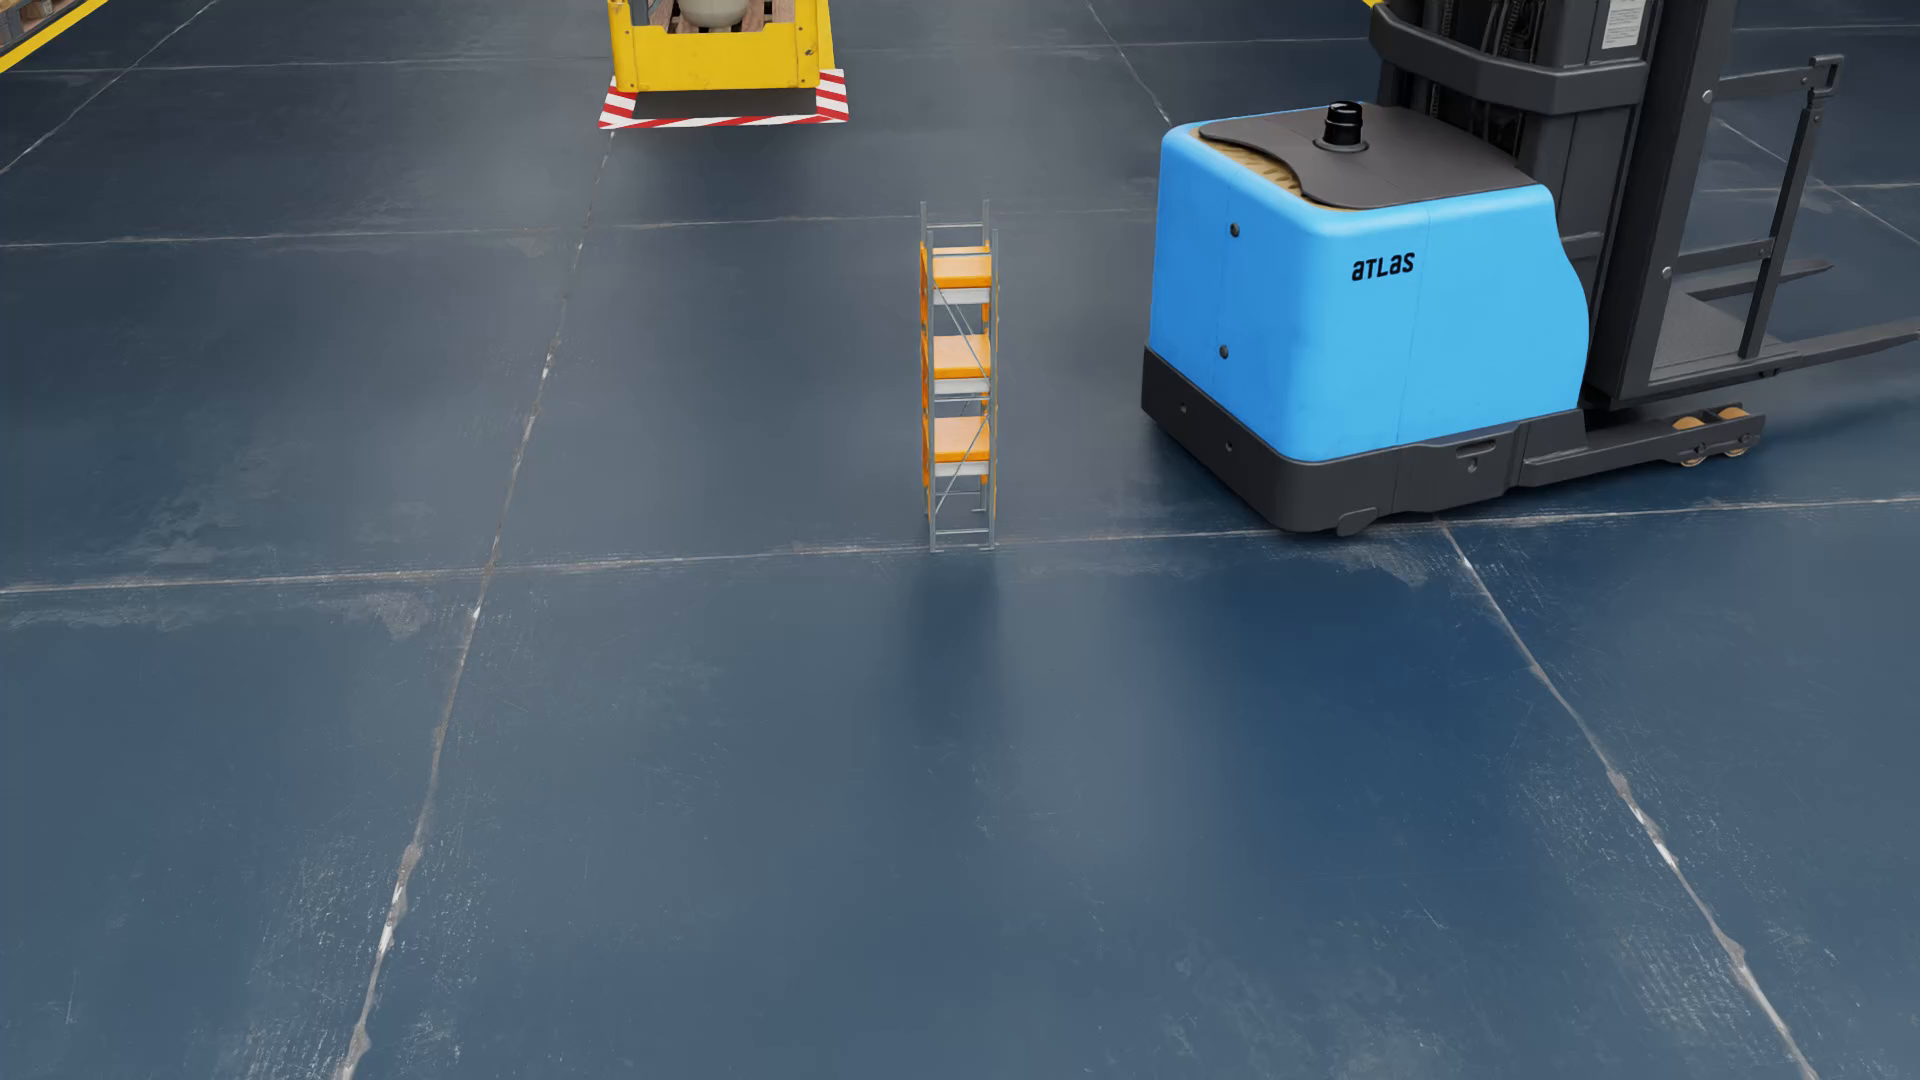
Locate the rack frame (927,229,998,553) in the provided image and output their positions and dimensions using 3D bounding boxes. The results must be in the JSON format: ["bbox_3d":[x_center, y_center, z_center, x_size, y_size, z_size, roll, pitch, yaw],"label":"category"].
[{"bbox_3d":[0.006,-0.416,4.922,0.200,1.050,0.008,-3,31,-5],"label":"rack frame"}]

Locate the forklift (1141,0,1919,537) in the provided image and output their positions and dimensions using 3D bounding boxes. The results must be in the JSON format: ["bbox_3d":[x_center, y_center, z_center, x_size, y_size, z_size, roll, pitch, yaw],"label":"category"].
[{"bbox_3d":[2.210,-1.746,5.315,3.031,2.935,1.130,-12,33,-19],"label":"forklift"}]

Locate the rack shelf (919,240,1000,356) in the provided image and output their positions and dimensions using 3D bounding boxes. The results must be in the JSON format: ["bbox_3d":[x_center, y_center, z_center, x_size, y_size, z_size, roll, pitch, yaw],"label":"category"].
[{"bbox_3d":[-0.005,-0.713,4.886,0.215,0.259,0.240,-3,31,-5],"label":"rack shelf"}]

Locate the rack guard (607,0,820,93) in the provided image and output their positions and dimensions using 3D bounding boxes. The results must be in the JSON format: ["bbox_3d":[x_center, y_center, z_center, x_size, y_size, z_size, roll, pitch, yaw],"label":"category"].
[{"bbox_3d":[-1.410,-2.898,9.614,1.175,0.500,0.348,-3,31,-5],"label":"rack guard"}]

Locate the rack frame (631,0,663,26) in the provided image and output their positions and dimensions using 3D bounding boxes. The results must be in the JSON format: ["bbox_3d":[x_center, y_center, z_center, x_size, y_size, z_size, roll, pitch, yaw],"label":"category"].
[{"bbox_3d":[-1.356,-3.935,8.912,1.000,3.000,0.127,-3,31,-5],"label":"rack frame"}]

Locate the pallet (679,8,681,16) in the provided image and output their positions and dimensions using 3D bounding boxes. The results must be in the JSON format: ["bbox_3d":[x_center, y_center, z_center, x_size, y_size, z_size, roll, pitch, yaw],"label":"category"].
[{"bbox_3d":[-1.591,-3.811,11.424,1.003,0.211,1.213,-3,31,-5],"label":"pallet"}]

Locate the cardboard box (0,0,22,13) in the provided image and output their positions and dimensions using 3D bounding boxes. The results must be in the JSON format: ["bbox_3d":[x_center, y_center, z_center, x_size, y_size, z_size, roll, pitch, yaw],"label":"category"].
[{"bbox_3d":[-6.213,-3.494,10.446,0.500,0.250,0.500,-3,31,-5],"label":"cardboard box"}]

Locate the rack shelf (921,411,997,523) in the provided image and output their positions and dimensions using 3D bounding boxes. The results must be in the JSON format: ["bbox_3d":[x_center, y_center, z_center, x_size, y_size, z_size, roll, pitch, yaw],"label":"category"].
[{"bbox_3d":[-0.005,-0.230,5.174,0.215,0.259,0.240,-3,31,-5],"label":"rack shelf"}]

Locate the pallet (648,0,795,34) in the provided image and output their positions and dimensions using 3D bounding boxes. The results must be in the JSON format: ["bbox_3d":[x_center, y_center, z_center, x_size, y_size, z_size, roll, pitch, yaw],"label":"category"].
[{"bbox_3d":[-1.480,-3.189,10.383,1.003,0.211,1.213,-3,31,-5],"label":"pallet"}]

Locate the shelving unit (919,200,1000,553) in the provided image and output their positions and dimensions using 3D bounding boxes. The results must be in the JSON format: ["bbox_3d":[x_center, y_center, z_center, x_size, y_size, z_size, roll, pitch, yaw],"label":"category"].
[{"bbox_3d":[-0.005,-0.478,5.027,0.215,1.050,0.252,-3,31,-5],"label":"shelving unit"}]

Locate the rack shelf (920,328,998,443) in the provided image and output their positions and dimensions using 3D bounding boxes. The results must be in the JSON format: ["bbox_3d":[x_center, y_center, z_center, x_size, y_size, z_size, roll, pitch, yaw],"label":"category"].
[{"bbox_3d":[-0.005,-0.469,5.032,0.215,0.259,0.240,-3,31,-5],"label":"rack shelf"}]

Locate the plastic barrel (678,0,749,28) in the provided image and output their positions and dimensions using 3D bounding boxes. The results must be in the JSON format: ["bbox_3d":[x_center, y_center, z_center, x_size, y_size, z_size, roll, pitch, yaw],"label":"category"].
[{"bbox_3d":[-1.493,-3.379,9.999,0.421,0.512,0.421,0,31,0],"label":"plastic barrel"}]

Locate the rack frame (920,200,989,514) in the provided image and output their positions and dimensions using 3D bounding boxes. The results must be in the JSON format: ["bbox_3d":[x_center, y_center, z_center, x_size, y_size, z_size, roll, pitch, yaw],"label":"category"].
[{"bbox_3d":[-0.016,-0.540,5.131,0.200,1.050,0.008,-3,31,-5],"label":"rack frame"}]

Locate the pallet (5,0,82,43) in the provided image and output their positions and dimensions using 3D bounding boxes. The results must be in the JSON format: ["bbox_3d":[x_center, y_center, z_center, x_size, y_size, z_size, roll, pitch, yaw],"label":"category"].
[{"bbox_3d":[-6.512,-3.512,10.924,1.003,0.211,1.213,-3,31,-5],"label":"pallet"}]

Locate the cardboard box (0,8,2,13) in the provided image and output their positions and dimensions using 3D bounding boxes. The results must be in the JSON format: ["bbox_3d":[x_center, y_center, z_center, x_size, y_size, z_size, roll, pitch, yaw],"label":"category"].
[{"bbox_3d":[-6.167,-3.239,10.019,0.500,0.250,0.500,-3,31,-5],"label":"cardboard box"}]

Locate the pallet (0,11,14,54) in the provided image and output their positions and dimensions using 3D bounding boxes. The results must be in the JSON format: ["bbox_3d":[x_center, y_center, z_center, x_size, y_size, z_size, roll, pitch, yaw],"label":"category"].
[{"bbox_3d":[-6.401,-2.891,9.884,1.003,0.211,1.213,-3,31,-5],"label":"pallet"}]
